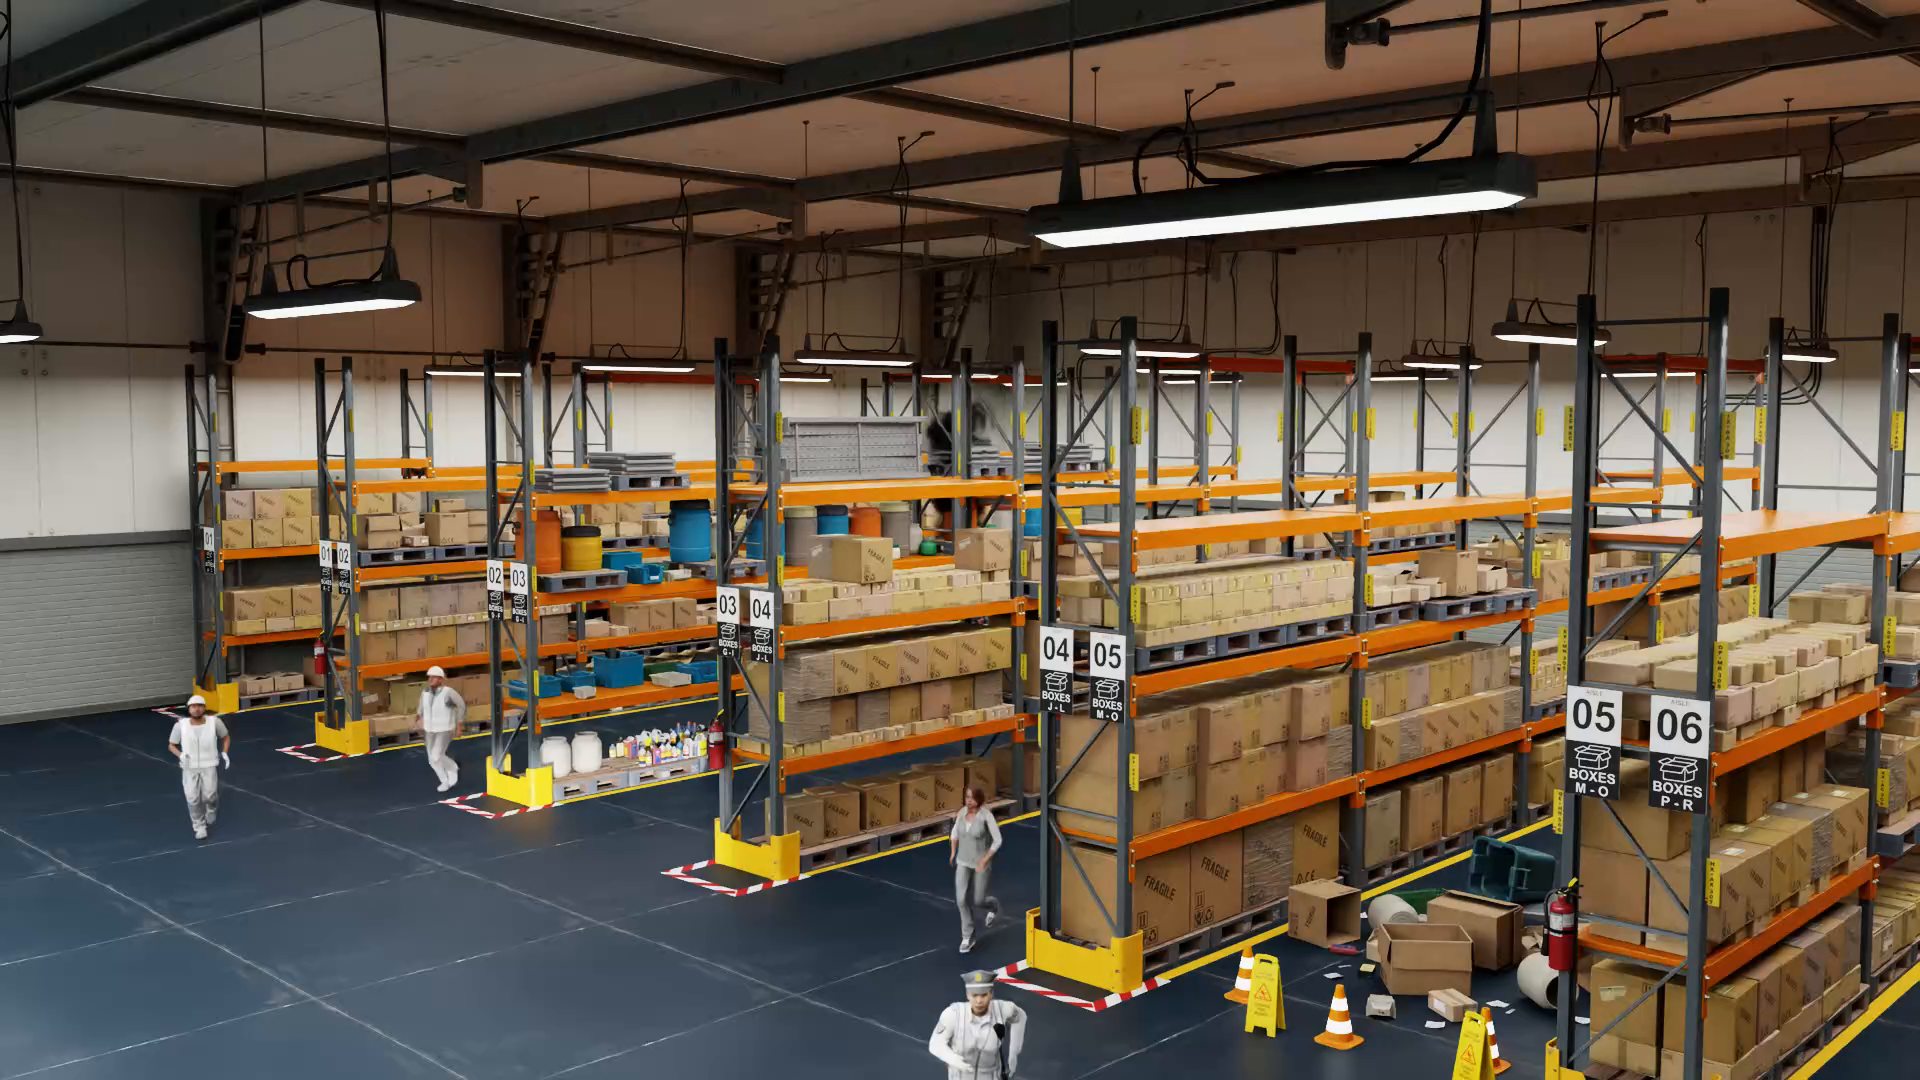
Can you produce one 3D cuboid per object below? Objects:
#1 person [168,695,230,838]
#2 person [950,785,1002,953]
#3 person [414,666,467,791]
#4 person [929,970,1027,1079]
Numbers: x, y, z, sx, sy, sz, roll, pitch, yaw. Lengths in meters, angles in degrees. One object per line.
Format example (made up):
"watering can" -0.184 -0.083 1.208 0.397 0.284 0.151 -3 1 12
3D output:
"person" -9.229 2.754 20.186 0.683 1.737 0.559 -2 5 -22
"person" 0.160 3.153 16.171 0.564 1.574 0.695 2 5 24
"person" -7.102 2.576 22.600 0.677 1.727 0.628 2 5 20
"person" 0.120 3.520 10.751 0.612 1.695 0.992 0 4 5
